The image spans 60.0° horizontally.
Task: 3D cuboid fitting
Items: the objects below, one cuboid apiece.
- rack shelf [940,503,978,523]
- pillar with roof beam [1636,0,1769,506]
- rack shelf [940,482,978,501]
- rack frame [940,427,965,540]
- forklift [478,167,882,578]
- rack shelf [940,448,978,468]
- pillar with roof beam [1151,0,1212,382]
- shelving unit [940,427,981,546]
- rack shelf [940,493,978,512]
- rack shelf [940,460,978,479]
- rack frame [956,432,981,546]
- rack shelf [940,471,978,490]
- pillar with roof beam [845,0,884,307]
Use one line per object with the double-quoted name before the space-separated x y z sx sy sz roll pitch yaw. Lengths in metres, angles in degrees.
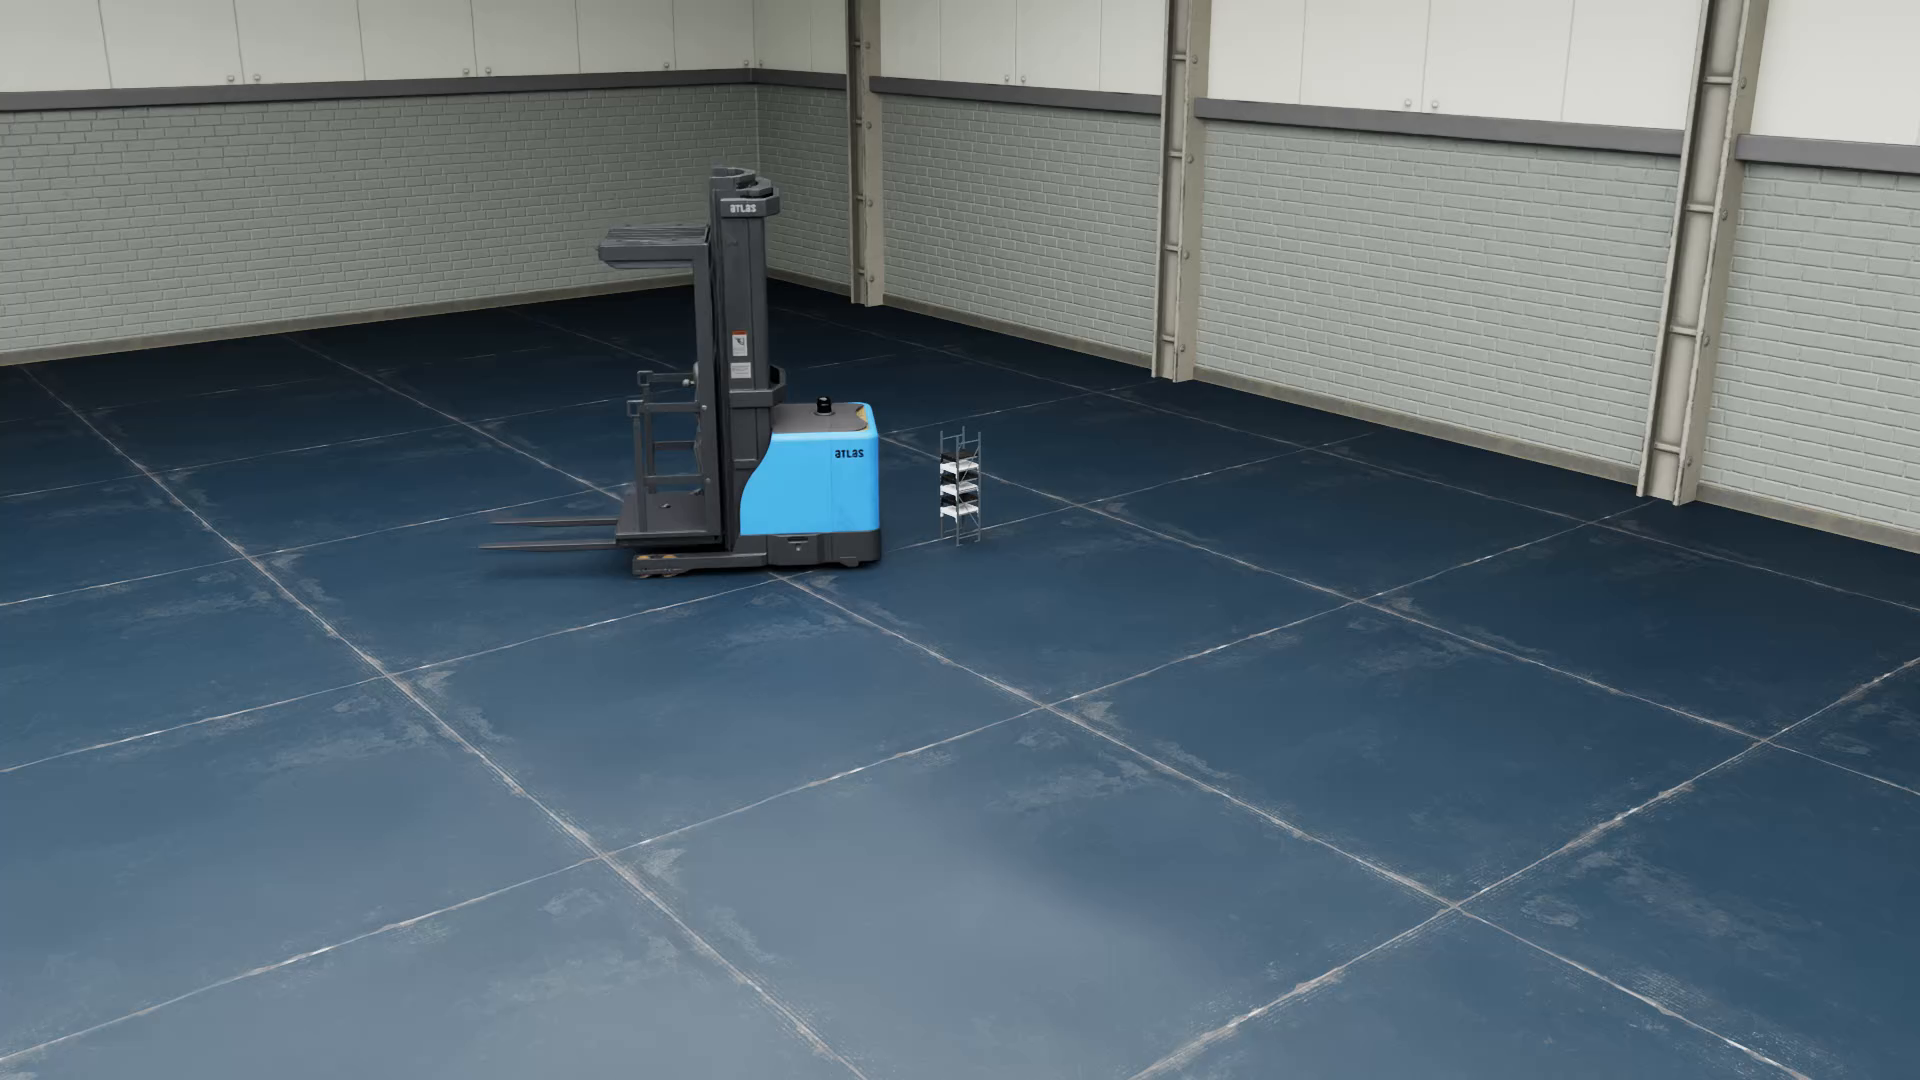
"rack shelf" 0.005 -0.223 13.282 0.258 0.077 0.200 -14 23 -36
"pillar with roof beam" 2.778 -3.804 10.536 9.100 9.000 0.400 -14 23 -36
"rack shelf" 0.005 -0.394 13.225 0.258 0.077 0.200 -14 23 -36
"rack frame" -0.058 -0.450 13.291 0.240 0.900 0.006 -14 23 -36
"forklift" -2.152 -1.279 12.562 3.031 2.935 1.130 -2 18 -6
"rack shelf" 0.005 -0.650 13.141 0.258 0.077 0.200 -14 23 -36
"pillar with roof beam" -0.947 -5.283 15.000 9.100 9.000 0.400 -14 23 -36
"shelving unit" 0.005 -0.425 13.215 0.258 0.900 0.210 -14 23 -36
"rack shelf" 0.005 -0.308 13.254 0.258 0.077 0.200 -14 23 -36
"rack shelf" 0.005 -0.564 13.169 0.258 0.077 0.200 -14 23 -36
"rack frame" 0.068 -0.400 13.139 0.240 0.900 0.006 -14 23 -36
"rack shelf" 0.005 -0.479 13.197 0.258 0.077 0.200 -14 23 -36
"pillar with roof beam" -4.672 -6.761 19.465 9.100 9.000 0.400 -14 23 -36
